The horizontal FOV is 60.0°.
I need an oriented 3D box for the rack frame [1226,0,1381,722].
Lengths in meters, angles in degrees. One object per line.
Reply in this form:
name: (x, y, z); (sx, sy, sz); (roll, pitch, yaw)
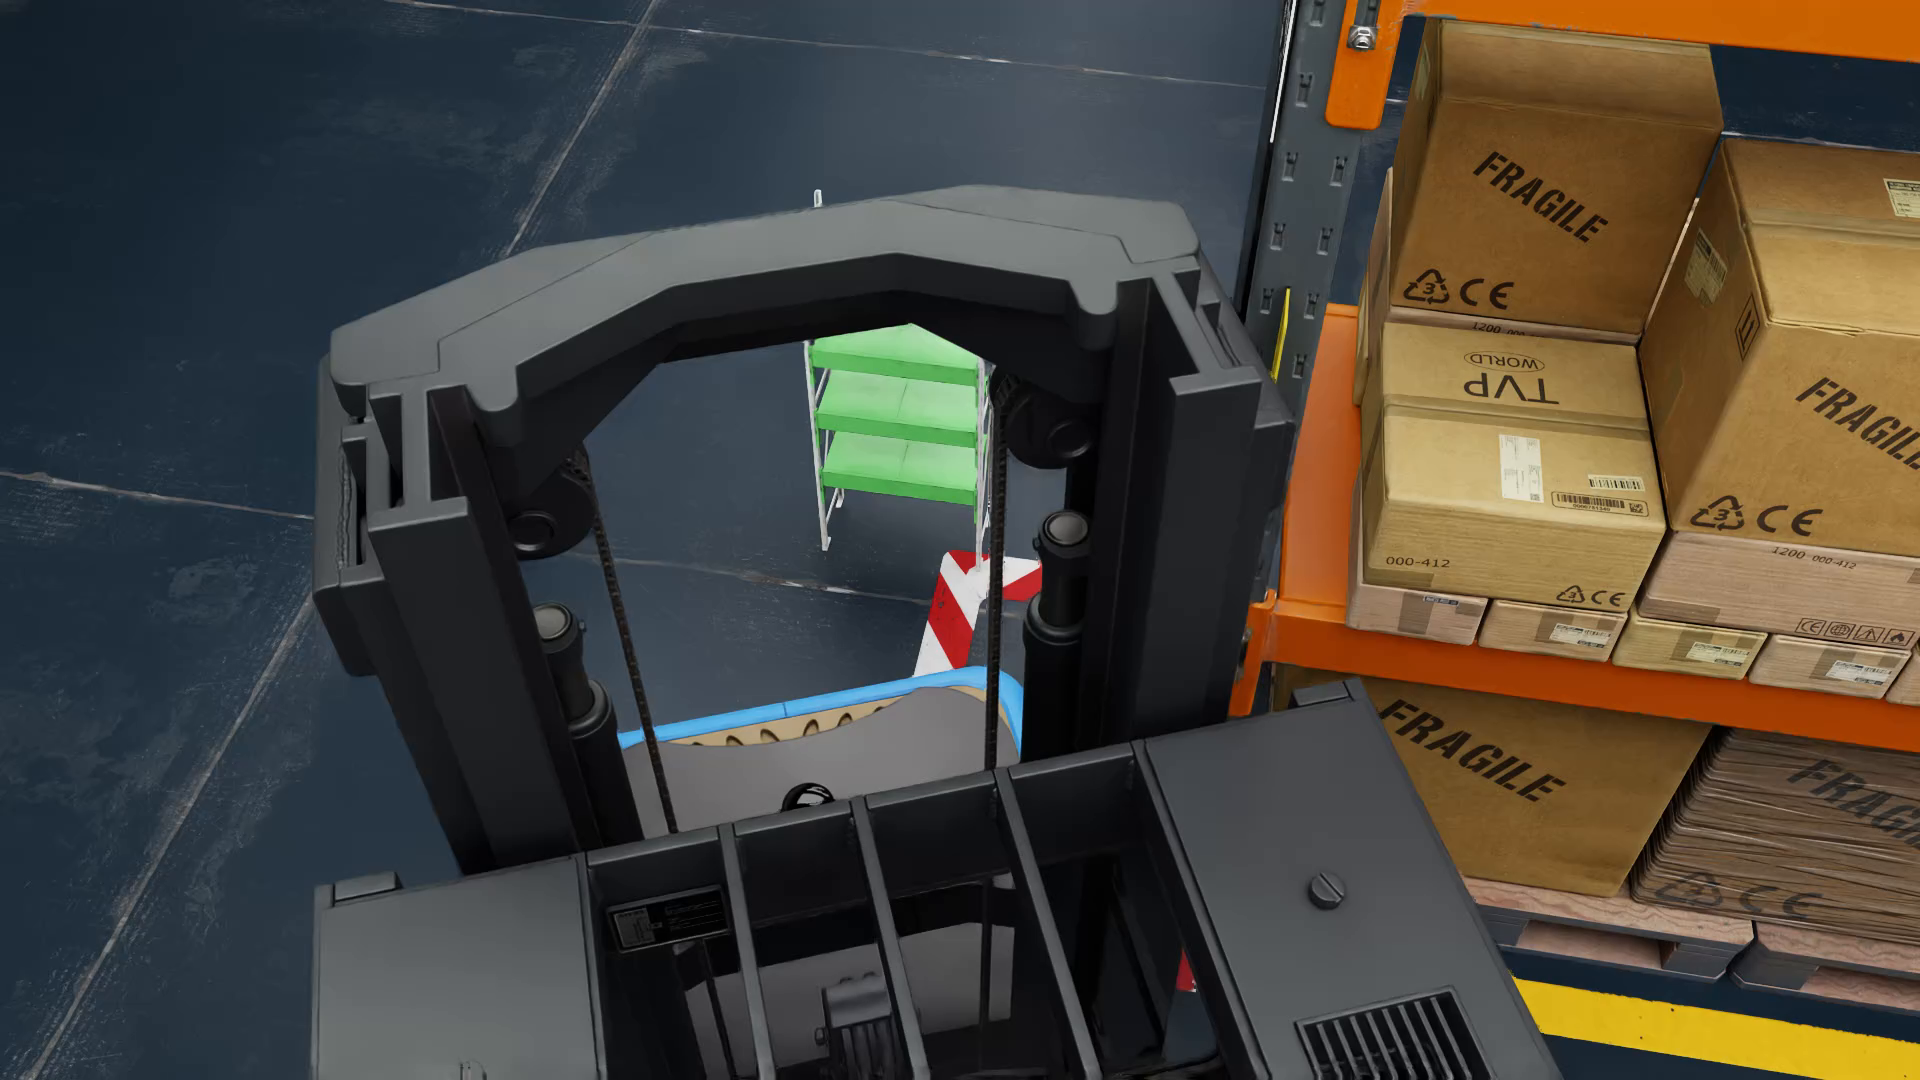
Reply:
rack frame: (0.640, -0.363, 3.559); (0.127, 3.000, 1.000); (8, 49, 7)

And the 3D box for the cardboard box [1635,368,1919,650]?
cardboard box: (1.577, -0.087, 3.212); (0.500, 0.250, 0.500); (7, 48, 6)

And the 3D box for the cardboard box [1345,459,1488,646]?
cardboard box: (0.931, 0.010, 3.394); (0.250, 0.149, 0.380); (8, 49, 7)

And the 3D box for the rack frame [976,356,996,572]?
rack frame: (0.077, -0.391, 4.794); (0.015, 1.200, 0.240); (8, 49, 7)

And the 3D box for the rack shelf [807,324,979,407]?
rack shelf: (-0.163, -0.541, 4.692); (0.480, 0.148, 0.258); (8, 49, 7)

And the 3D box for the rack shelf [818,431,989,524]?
rack shelf: (-0.163, -0.220, 5.049); (0.480, 0.148, 0.258); (8, 49, 7)

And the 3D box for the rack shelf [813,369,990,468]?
rack shelf: (-0.163, -0.380, 4.871); (0.480, 0.148, 0.258); (8, 49, 7)

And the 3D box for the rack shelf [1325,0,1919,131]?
rack shelf: (2.608, -0.860, 2.474); (4.000, 0.370, 1.077); (8, 49, 7)

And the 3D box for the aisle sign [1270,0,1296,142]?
aisle sign: (0.516, -1.022, 2.404); (0.004, 0.787, 0.394); (8, 49, 7)

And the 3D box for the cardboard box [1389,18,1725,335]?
cardboard box: (1.166, -0.791, 3.341); (0.500, 0.500, 0.500); (8, 49, 7)

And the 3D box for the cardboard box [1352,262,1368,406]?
cardboard box: (1.049, -0.473, 3.827); (0.250, 0.149, 0.380); (9, 49, 8)

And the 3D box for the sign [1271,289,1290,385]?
sign: (0.535, -0.273, 2.844); (0.005, 0.325, 0.100); (8, 49, 7)

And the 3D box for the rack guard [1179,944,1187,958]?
rack guard: (0.616, 0.469, 4.492); (0.348, 0.500, 1.175); (8, 49, 7)

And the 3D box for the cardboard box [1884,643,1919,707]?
cardboard box: (1.942, 0.144, 3.273); (0.250, 0.149, 0.380); (7, 48, 6)

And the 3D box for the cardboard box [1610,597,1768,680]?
cardboard box: (1.435, 0.076, 3.334); (0.250, 0.149, 0.380); (7, 48, 6)

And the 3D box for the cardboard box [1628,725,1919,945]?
cardboard box: (2.180, 0.353, 4.062); (0.875, 0.875, 0.875); (8, 49, 7)

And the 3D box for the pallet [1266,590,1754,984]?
pallet: (1.441, 0.618, 4.553); (1.213, 0.211, 1.003); (8, 49, 7)

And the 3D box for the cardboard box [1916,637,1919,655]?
cardboard box: (2.071, -0.018, 3.150); (0.500, 0.250, 0.500); (6, 48, 6)

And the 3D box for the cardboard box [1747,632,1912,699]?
cardboard box: (1.692, 0.110, 3.304); (0.250, 0.149, 0.380); (7, 48, 6)

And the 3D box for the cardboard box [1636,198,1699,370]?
cardboard box: (1.663, -0.475, 3.561); (0.500, 0.250, 0.500); (7, 48, 6)

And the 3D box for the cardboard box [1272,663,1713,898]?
cardboard box: (1.284, 0.233, 4.170); (0.875, 0.875, 0.875); (8, 49, 7)

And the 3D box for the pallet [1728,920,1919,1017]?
pallet: (2.638, 0.781, 4.407); (1.213, 0.211, 1.003); (8, 49, 7)

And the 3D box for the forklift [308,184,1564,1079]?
forklift: (-0.026, 1.147, 2.249); (1.130, 2.935, 3.031); (-10, 49, -9)

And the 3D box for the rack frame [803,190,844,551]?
rack frame: (-0.403, -0.455, 4.852); (0.015, 1.200, 0.240); (8, 49, 7)

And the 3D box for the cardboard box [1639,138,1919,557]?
cardboard box: (1.556, -0.335, 2.932); (0.500, 0.500, 0.500); (7, 48, 6)

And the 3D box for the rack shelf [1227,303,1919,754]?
rack shelf: (2.608, 0.142, 3.589); (4.000, 0.370, 1.077); (8, 49, 7)

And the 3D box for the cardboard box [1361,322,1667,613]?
cardboard box: (1.064, -0.151, 3.270); (0.500, 0.250, 0.500); (7, 48, 6)

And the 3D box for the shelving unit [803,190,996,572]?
shelving unit: (-0.163, -0.423, 4.823); (0.503, 1.200, 0.258); (8, 49, 7)

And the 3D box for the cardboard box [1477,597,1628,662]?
cardboard box: (1.183, 0.043, 3.364); (0.250, 0.149, 0.380); (7, 48, 6)

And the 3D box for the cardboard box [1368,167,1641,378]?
cardboard box: (1.164, -0.542, 3.622); (0.500, 0.250, 0.500); (7, 48, 6)
